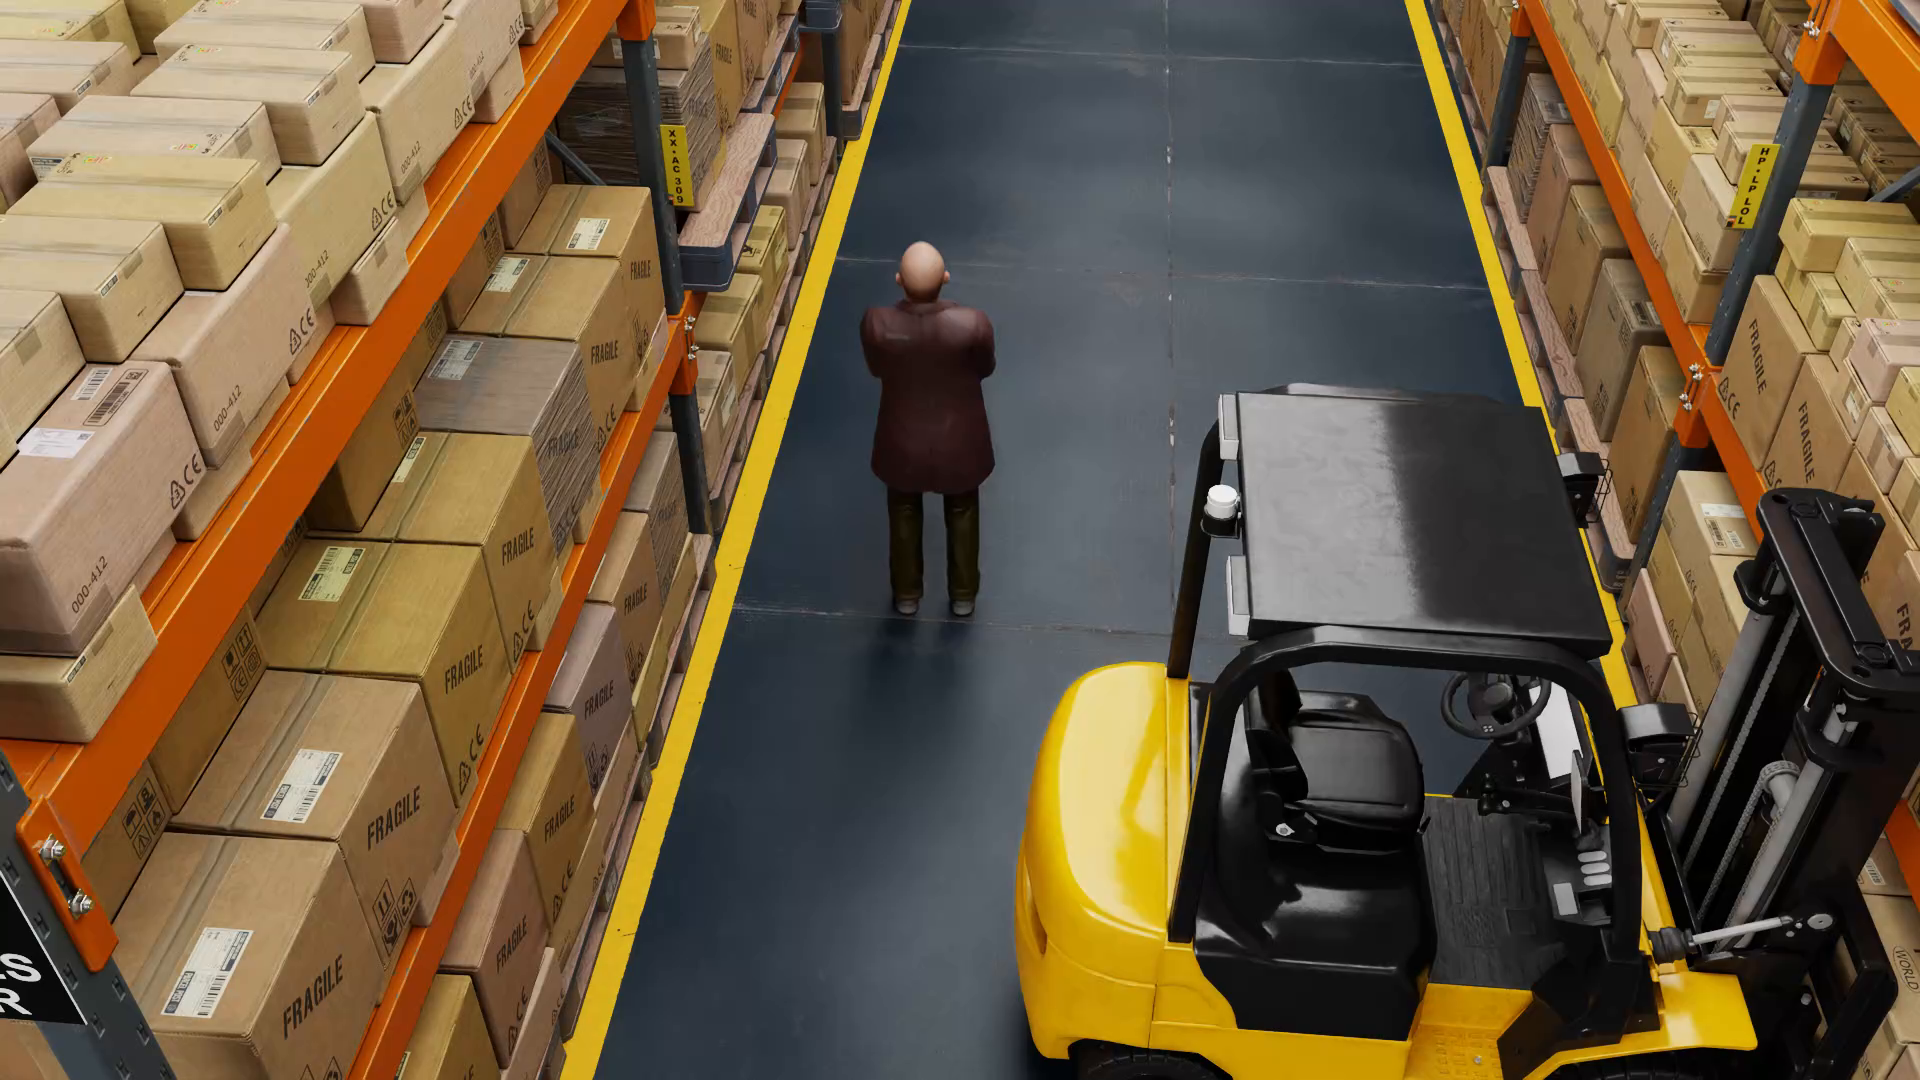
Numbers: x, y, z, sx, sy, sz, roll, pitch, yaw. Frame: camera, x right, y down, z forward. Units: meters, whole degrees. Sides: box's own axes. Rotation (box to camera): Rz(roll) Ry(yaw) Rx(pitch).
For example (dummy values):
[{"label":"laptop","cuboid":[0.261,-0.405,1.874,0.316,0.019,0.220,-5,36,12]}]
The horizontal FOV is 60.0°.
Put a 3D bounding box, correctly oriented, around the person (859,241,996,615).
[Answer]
[{"label":"person","cuboid":[-0.117,-0.506,6.784,0.530,1.769,0.563,1,40,1]}]
